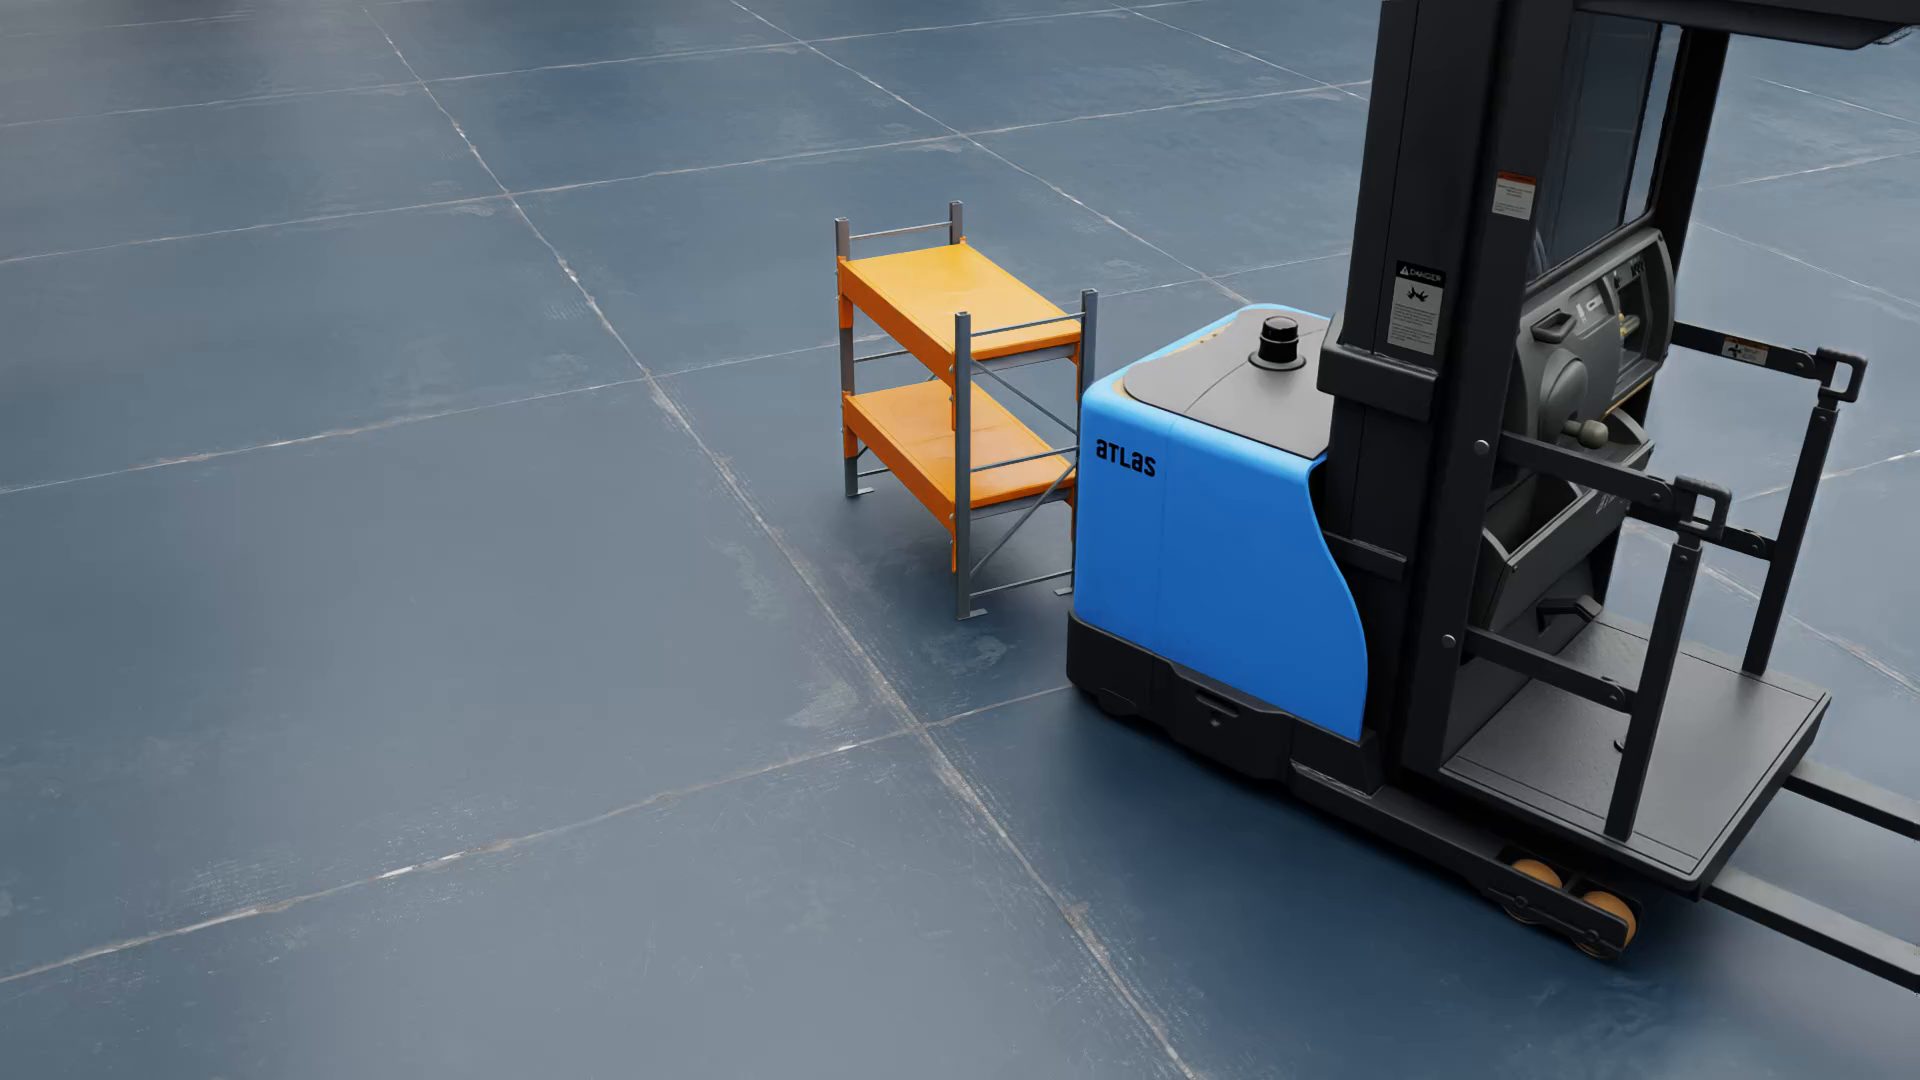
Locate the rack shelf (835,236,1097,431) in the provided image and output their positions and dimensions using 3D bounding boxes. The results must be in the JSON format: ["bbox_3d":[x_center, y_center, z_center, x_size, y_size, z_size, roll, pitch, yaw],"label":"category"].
[{"bbox_3d":[-0.003,-0.749,5.837,0.538,0.278,1.000,-13,32,-22],"label":"rack shelf"}]

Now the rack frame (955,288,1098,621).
[{"bbox_3d":[0.215,-0.269,5.580,0.500,1.125,0.032,-13,32,-22],"label":"rack frame"}]

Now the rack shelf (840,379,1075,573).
[{"bbox_3d":[-0.003,-0.280,6.100,0.538,0.278,1.000,-13,32,-22],"label":"rack shelf"}]

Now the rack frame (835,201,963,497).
[{"bbox_3d":[-0.221,-0.718,6.381,0.500,1.125,0.032,-13,32,-22],"label":"rack frame"}]

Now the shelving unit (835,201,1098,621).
[{"bbox_3d":[-0.003,-0.494,5.980,0.538,1.125,1.048,-13,32,-22],"label":"shelving unit"}]

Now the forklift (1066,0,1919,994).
[{"bbox_3d":[1.780,-0.487,4.122,3.031,2.935,1.130,23,37,35],"label":"forklift"}]
